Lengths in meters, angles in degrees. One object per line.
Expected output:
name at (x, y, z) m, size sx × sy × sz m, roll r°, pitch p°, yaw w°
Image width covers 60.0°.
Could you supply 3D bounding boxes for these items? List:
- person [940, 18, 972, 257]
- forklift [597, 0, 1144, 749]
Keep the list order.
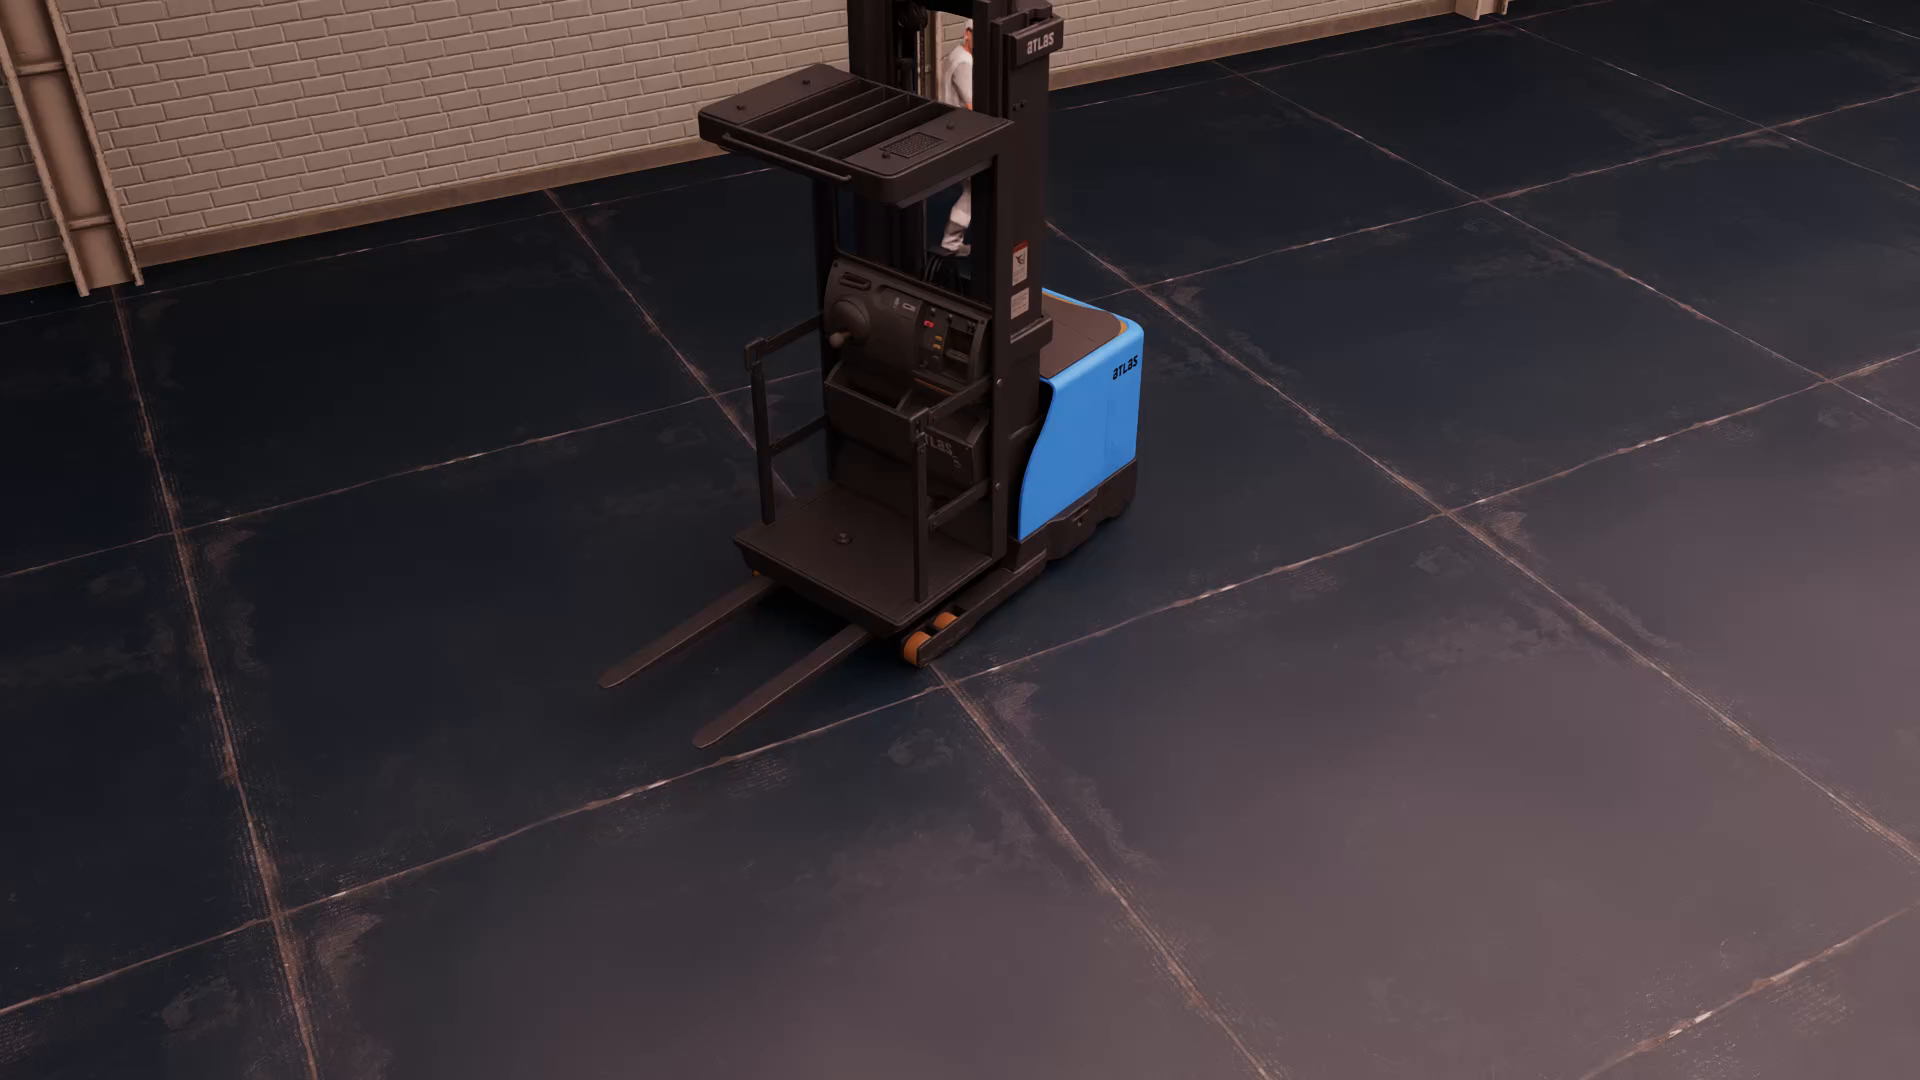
person at (0.137, -2.599, 10.883) m, size 0.608 × 1.730 × 0.777 m, roll -9°, pitch 36°, yaw -13°
forklift at (-0.390, -0.927, 7.434) m, size 1.130 × 2.935 × 3.031 m, roll 26°, pitch 43°, yaw 31°
